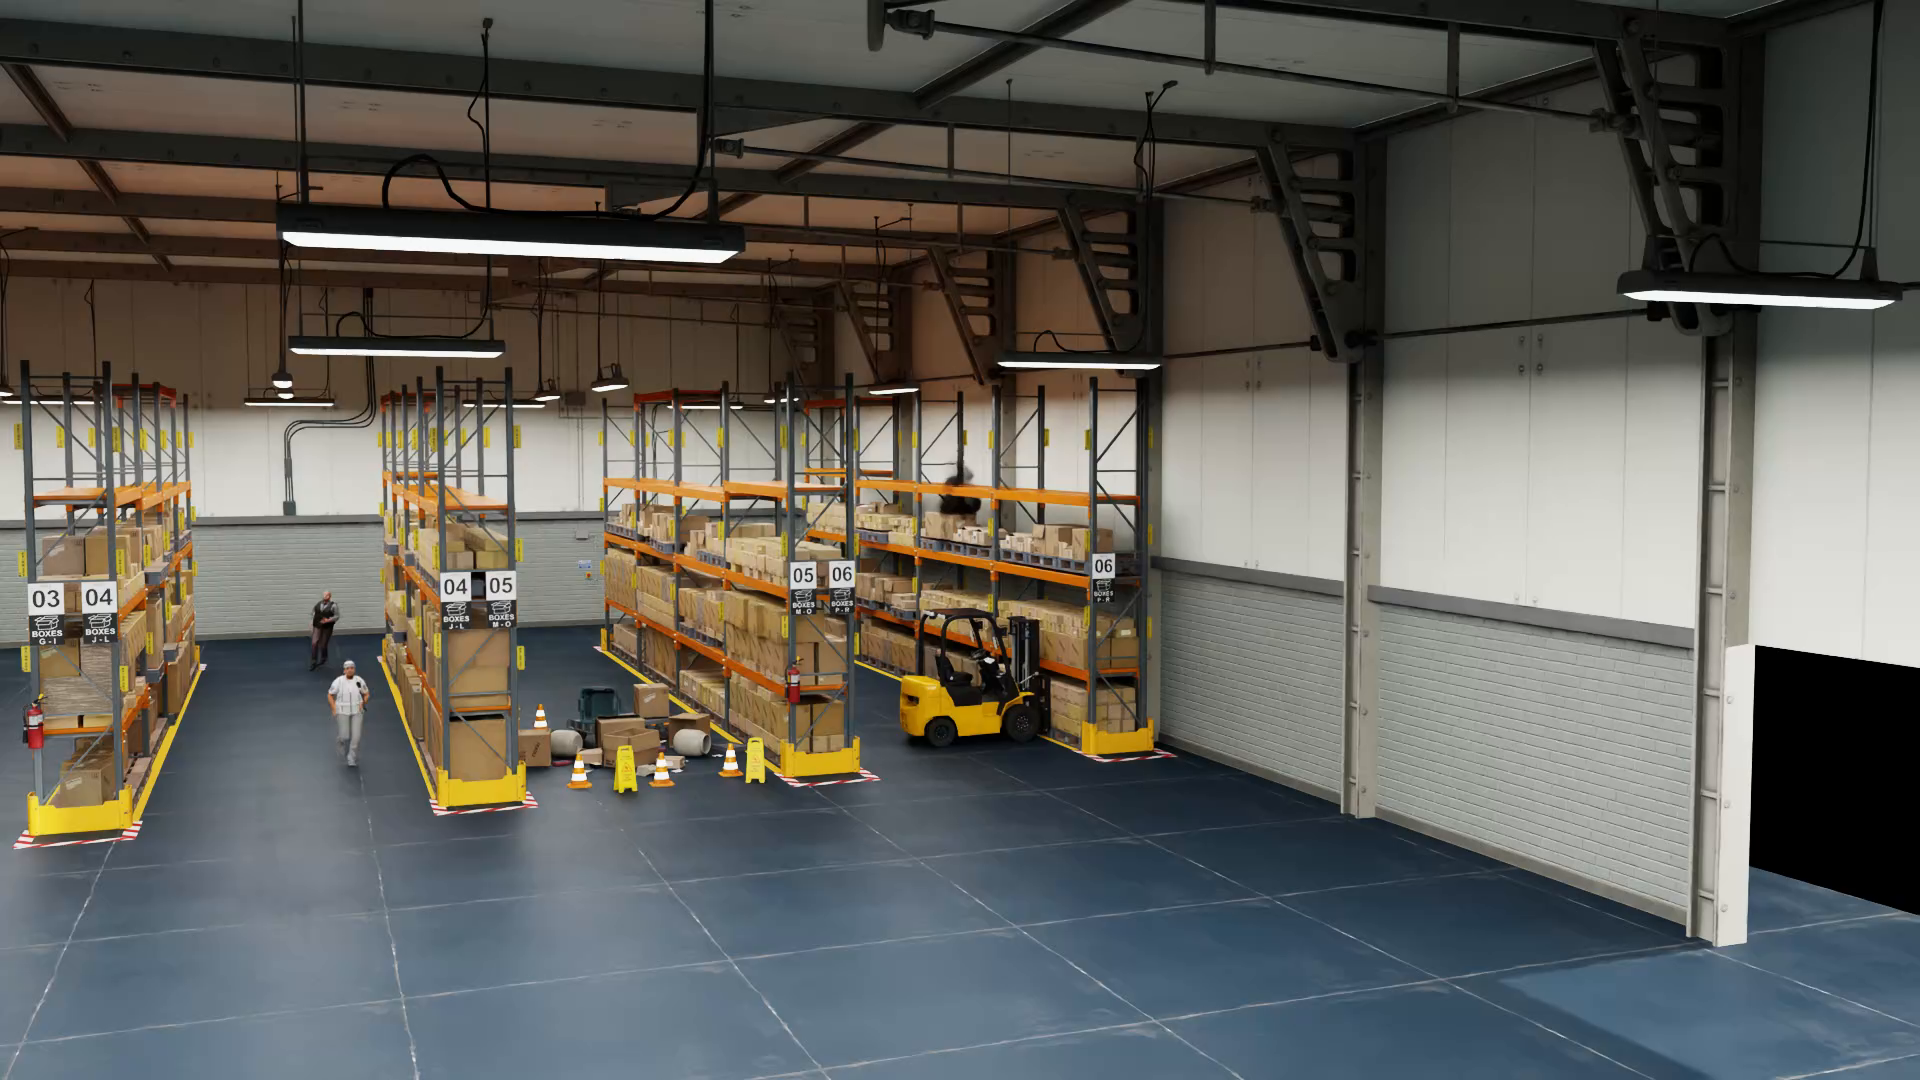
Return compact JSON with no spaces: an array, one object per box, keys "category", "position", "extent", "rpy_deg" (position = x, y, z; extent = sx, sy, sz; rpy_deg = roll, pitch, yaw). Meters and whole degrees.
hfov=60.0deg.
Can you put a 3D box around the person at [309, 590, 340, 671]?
[{"category":"person","position":[-13.884,1.958,36.302],"extent":[0.673,1.707,0.894],"rpy_deg":[0,3,-5]}]

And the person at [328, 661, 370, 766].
[{"category":"person","position":[-9.371,2.659,25.548],"extent":[0.607,1.614,0.551],"rpy_deg":[-2,4,-28]}]
